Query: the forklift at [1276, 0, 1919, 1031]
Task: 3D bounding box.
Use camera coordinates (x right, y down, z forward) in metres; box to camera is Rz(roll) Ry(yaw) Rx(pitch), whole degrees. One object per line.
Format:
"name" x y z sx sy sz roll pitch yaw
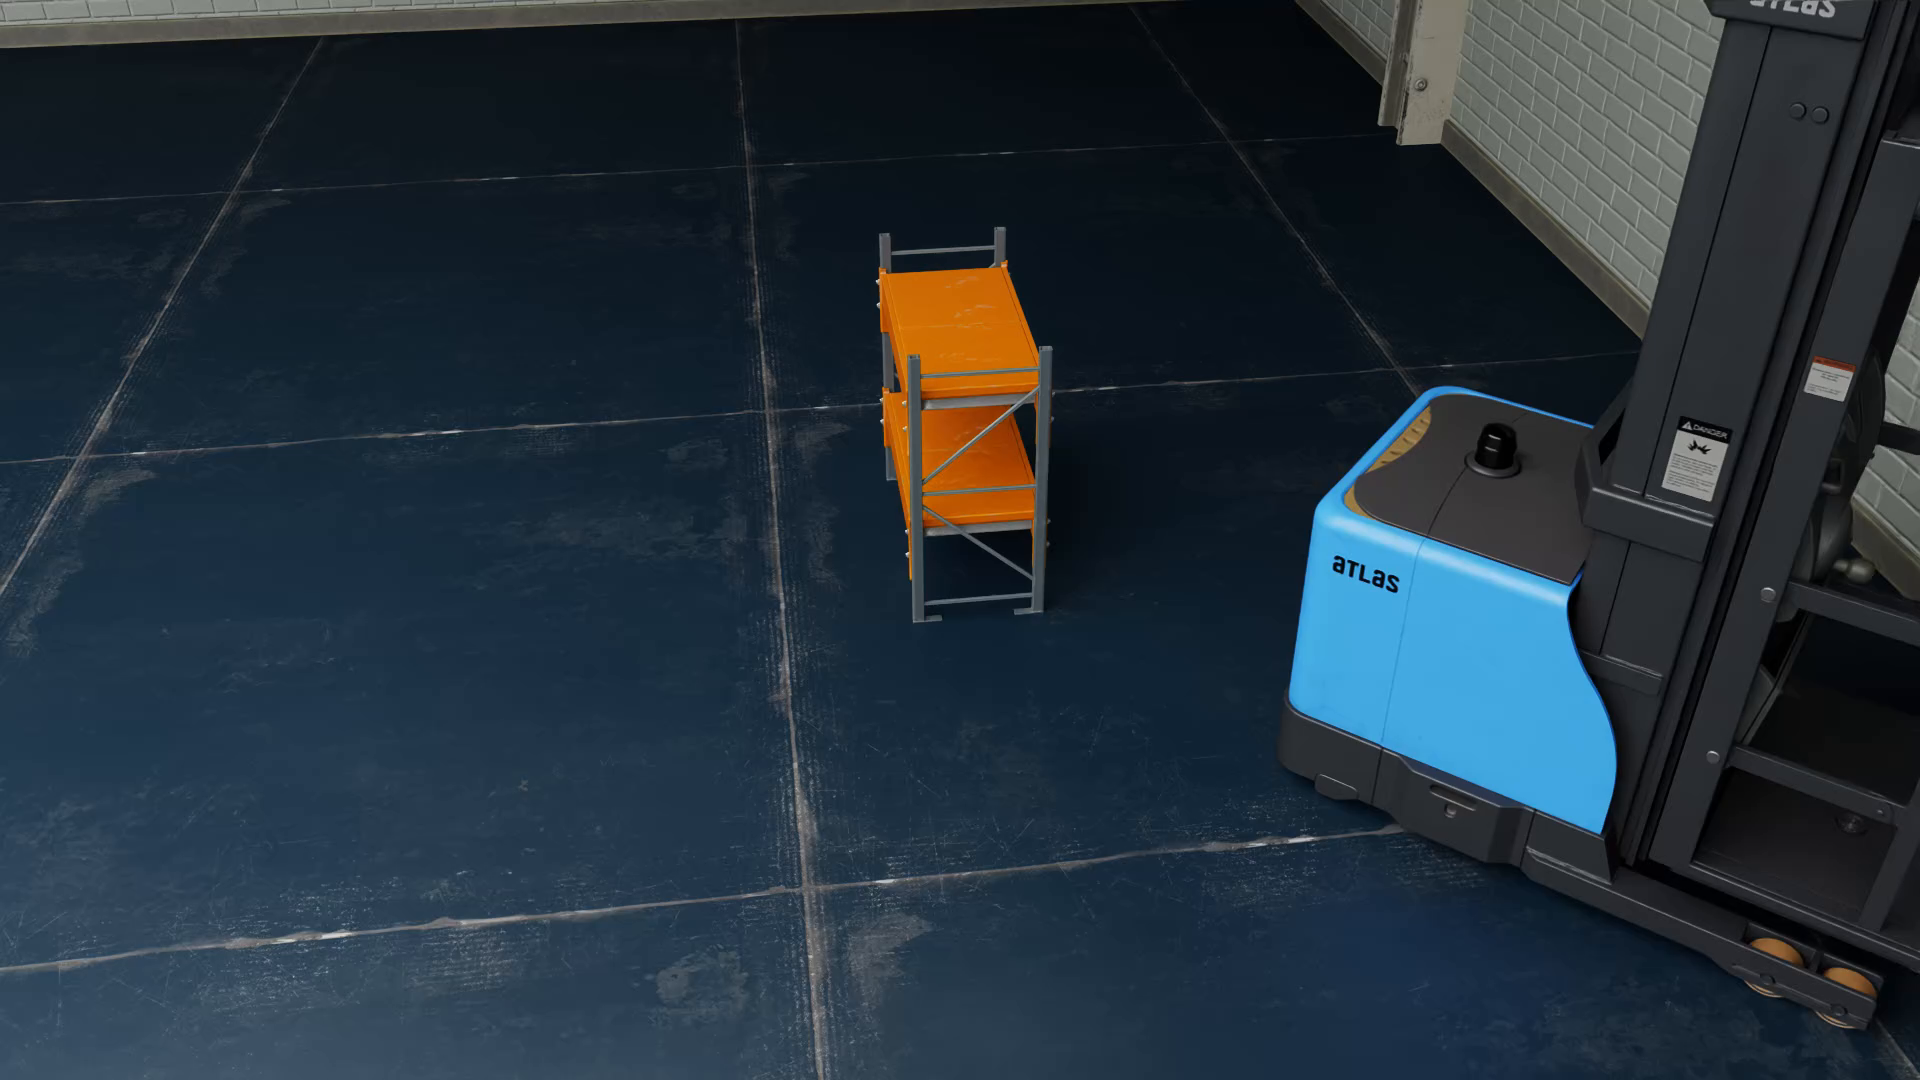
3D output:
"forklift" 2.559 -0.171 4.398 3.031 2.935 1.130 21 40 28

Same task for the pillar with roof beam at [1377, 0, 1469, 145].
"pillar with roof beam" -1.407 -5.973 7.524 9.100 9.000 0.400 -4 35 -6

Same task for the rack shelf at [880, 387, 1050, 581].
"rack shelf" 0.001 -0.259 6.565 0.538 0.278 1.000 -4 35 -6

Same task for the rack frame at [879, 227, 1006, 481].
"rack frame" -0.067 -0.745 6.844 0.500 1.125 0.032 -4 35 -6

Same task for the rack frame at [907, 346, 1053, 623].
"rack frame" 0.069 -0.177 6.011 0.500 1.125 0.032 -4 35 -6

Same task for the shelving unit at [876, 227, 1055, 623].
"shelving unit" 0.001 -0.461 6.428 0.538 1.125 1.048 -4 35 -6

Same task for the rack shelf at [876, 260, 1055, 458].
"rack shelf" 0.001 -0.703 6.263 0.538 0.278 1.000 -4 35 -6
